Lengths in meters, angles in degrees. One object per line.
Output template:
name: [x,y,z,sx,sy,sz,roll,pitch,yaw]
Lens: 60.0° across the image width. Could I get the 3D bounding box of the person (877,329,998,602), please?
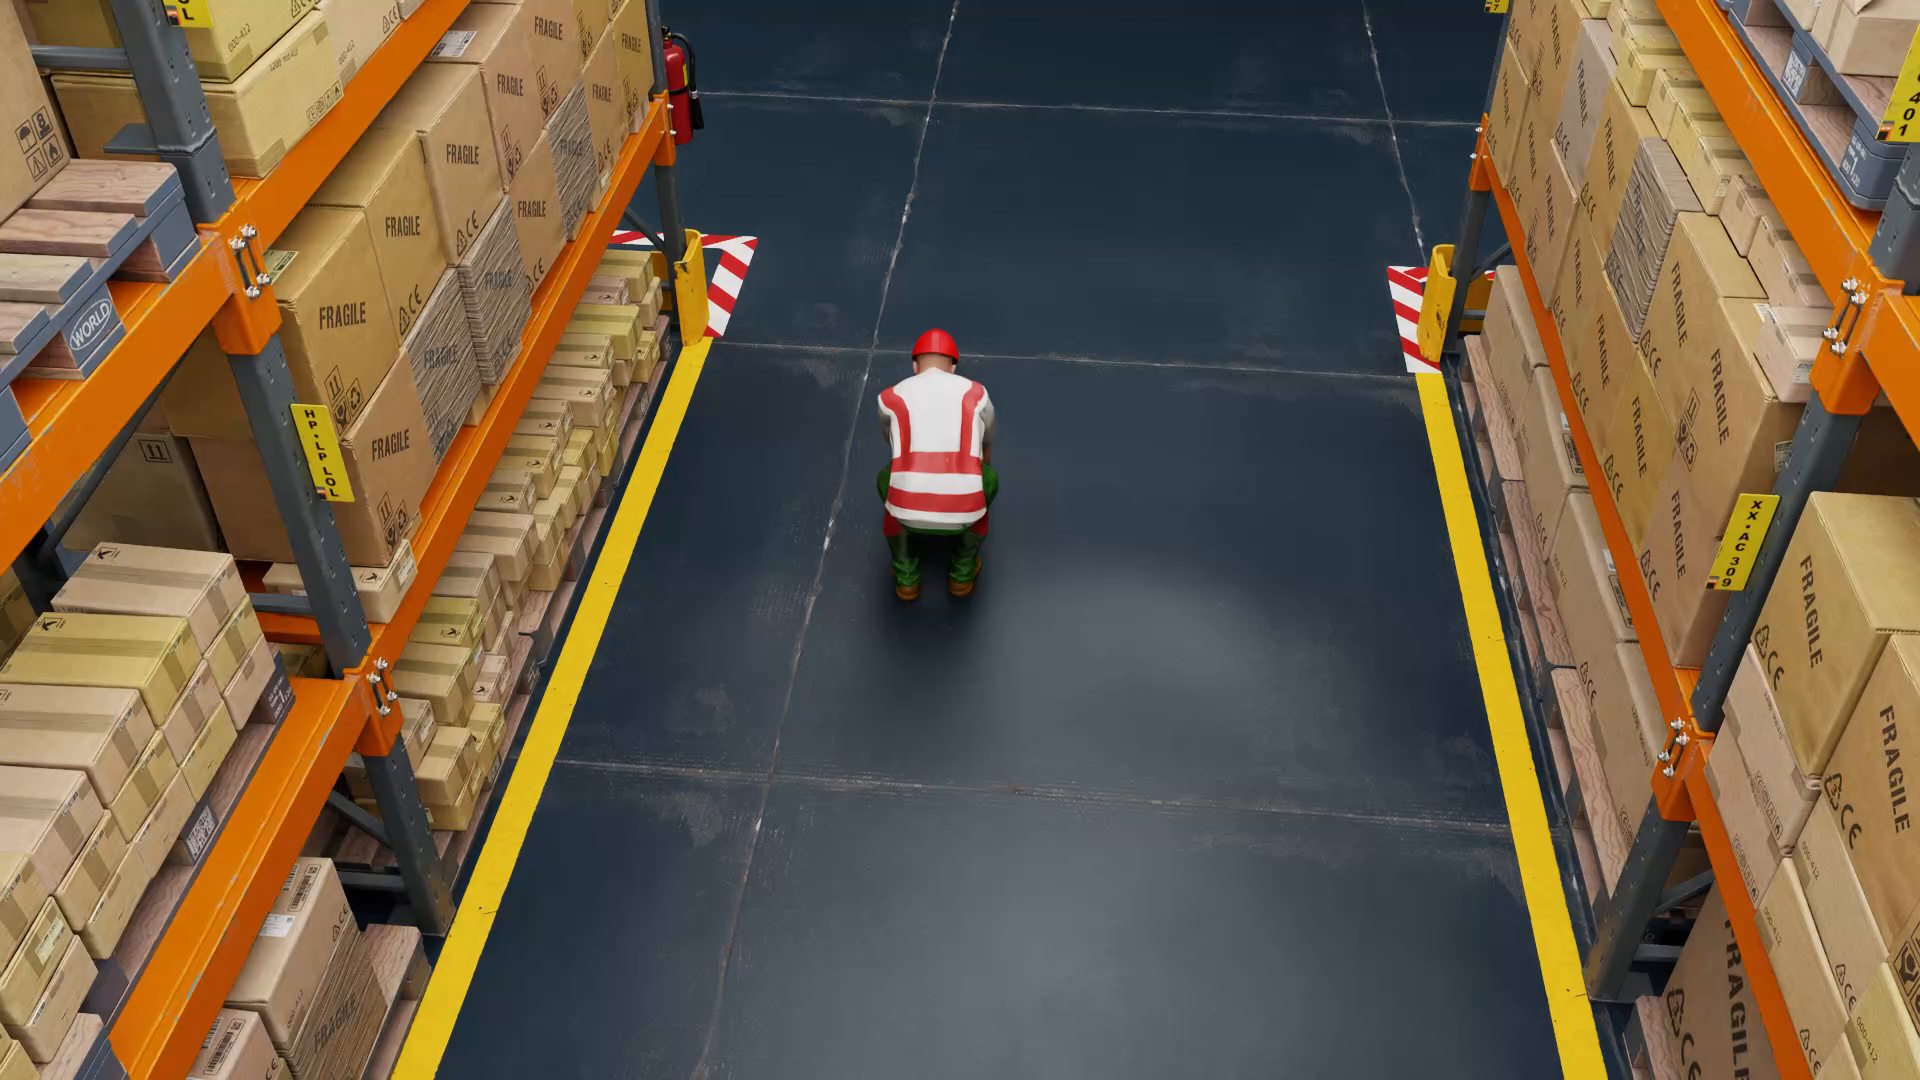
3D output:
person: [-0.096,-0.278,7.102,0.523,0.990,0.912,2,40,3]
